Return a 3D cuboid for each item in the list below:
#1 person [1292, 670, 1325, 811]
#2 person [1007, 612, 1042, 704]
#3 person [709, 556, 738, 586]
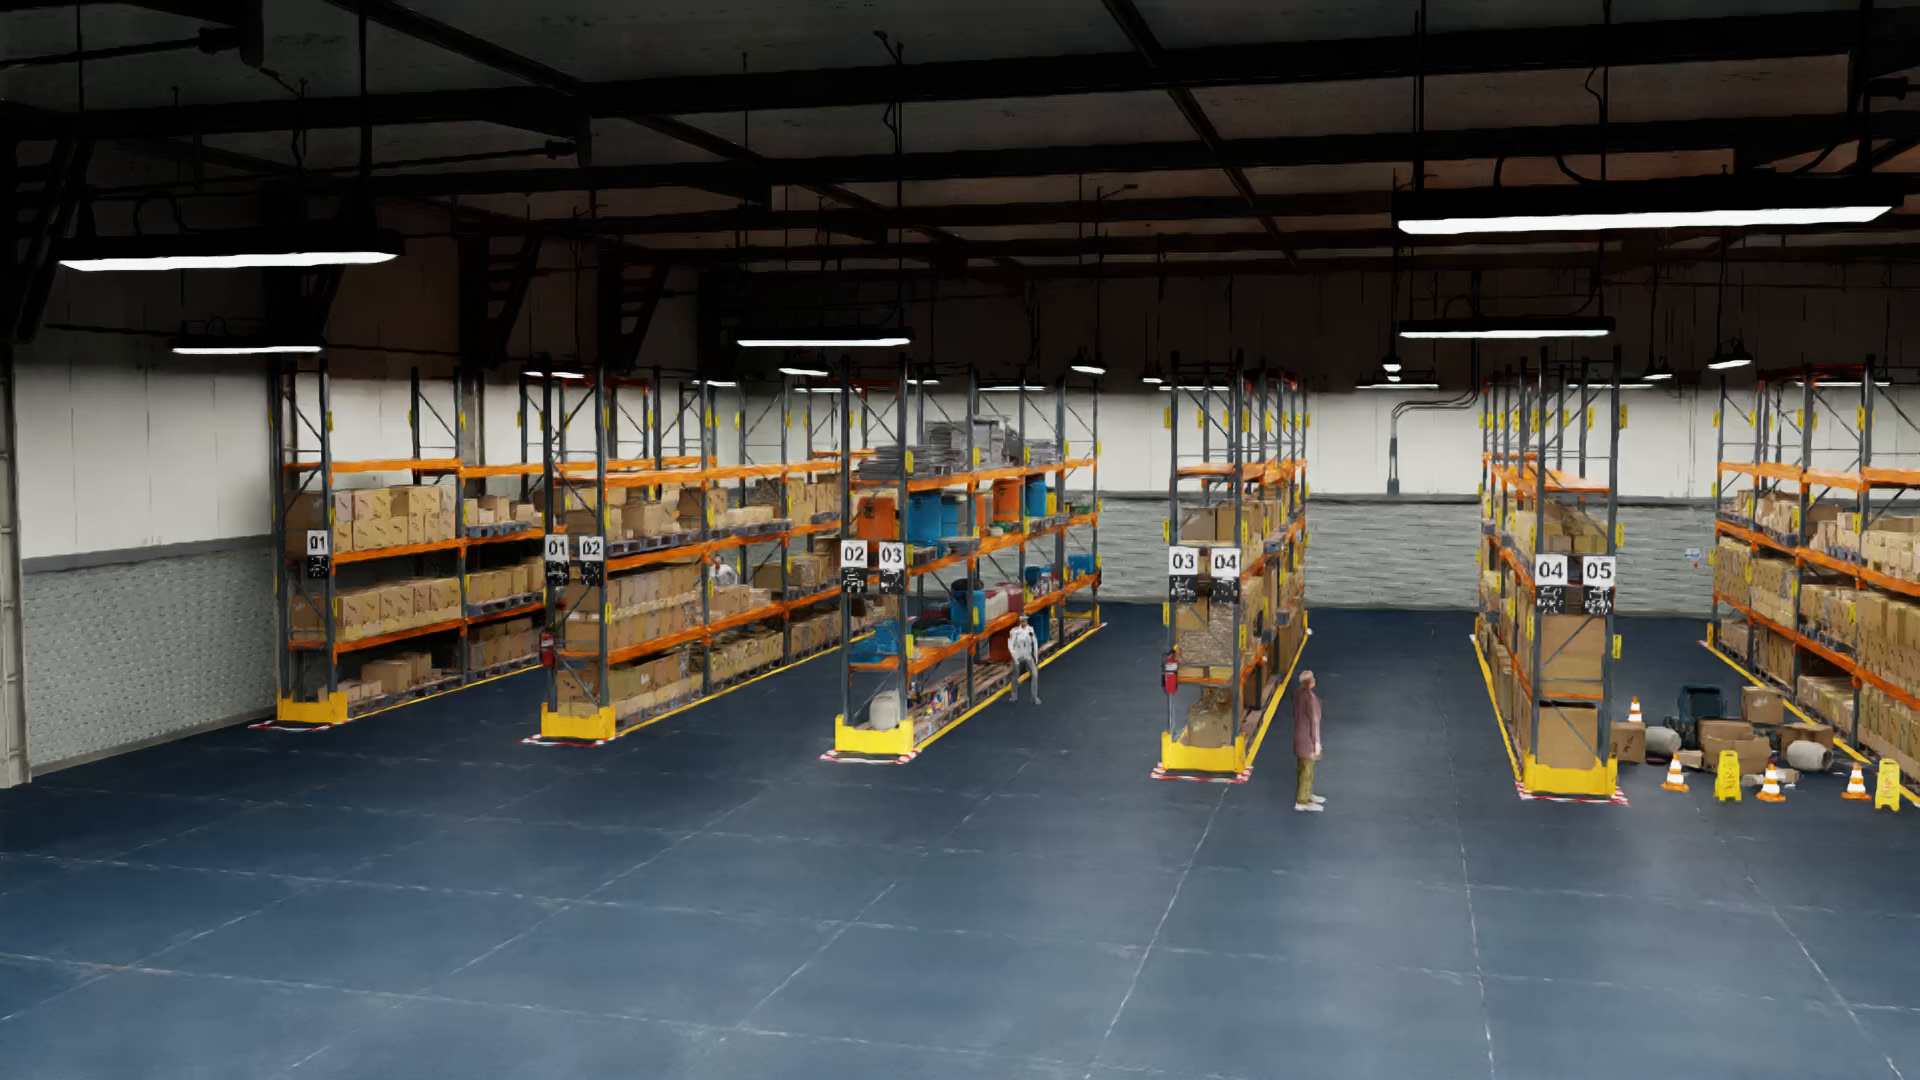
[{"bbox_3d":[4.514,2.557,21.426,0.518,1.785,0.635,-1,4,-13],"label":"person"},{"bbox_3d":[1.109,2.071,29.381,0.600,1.627,0.700,-1,4,-8],"label":"person"},{"bbox_3d":[-5.853,1.234,40.651,0.718,1.704,0.846,1,4,20],"label":"person"}]
